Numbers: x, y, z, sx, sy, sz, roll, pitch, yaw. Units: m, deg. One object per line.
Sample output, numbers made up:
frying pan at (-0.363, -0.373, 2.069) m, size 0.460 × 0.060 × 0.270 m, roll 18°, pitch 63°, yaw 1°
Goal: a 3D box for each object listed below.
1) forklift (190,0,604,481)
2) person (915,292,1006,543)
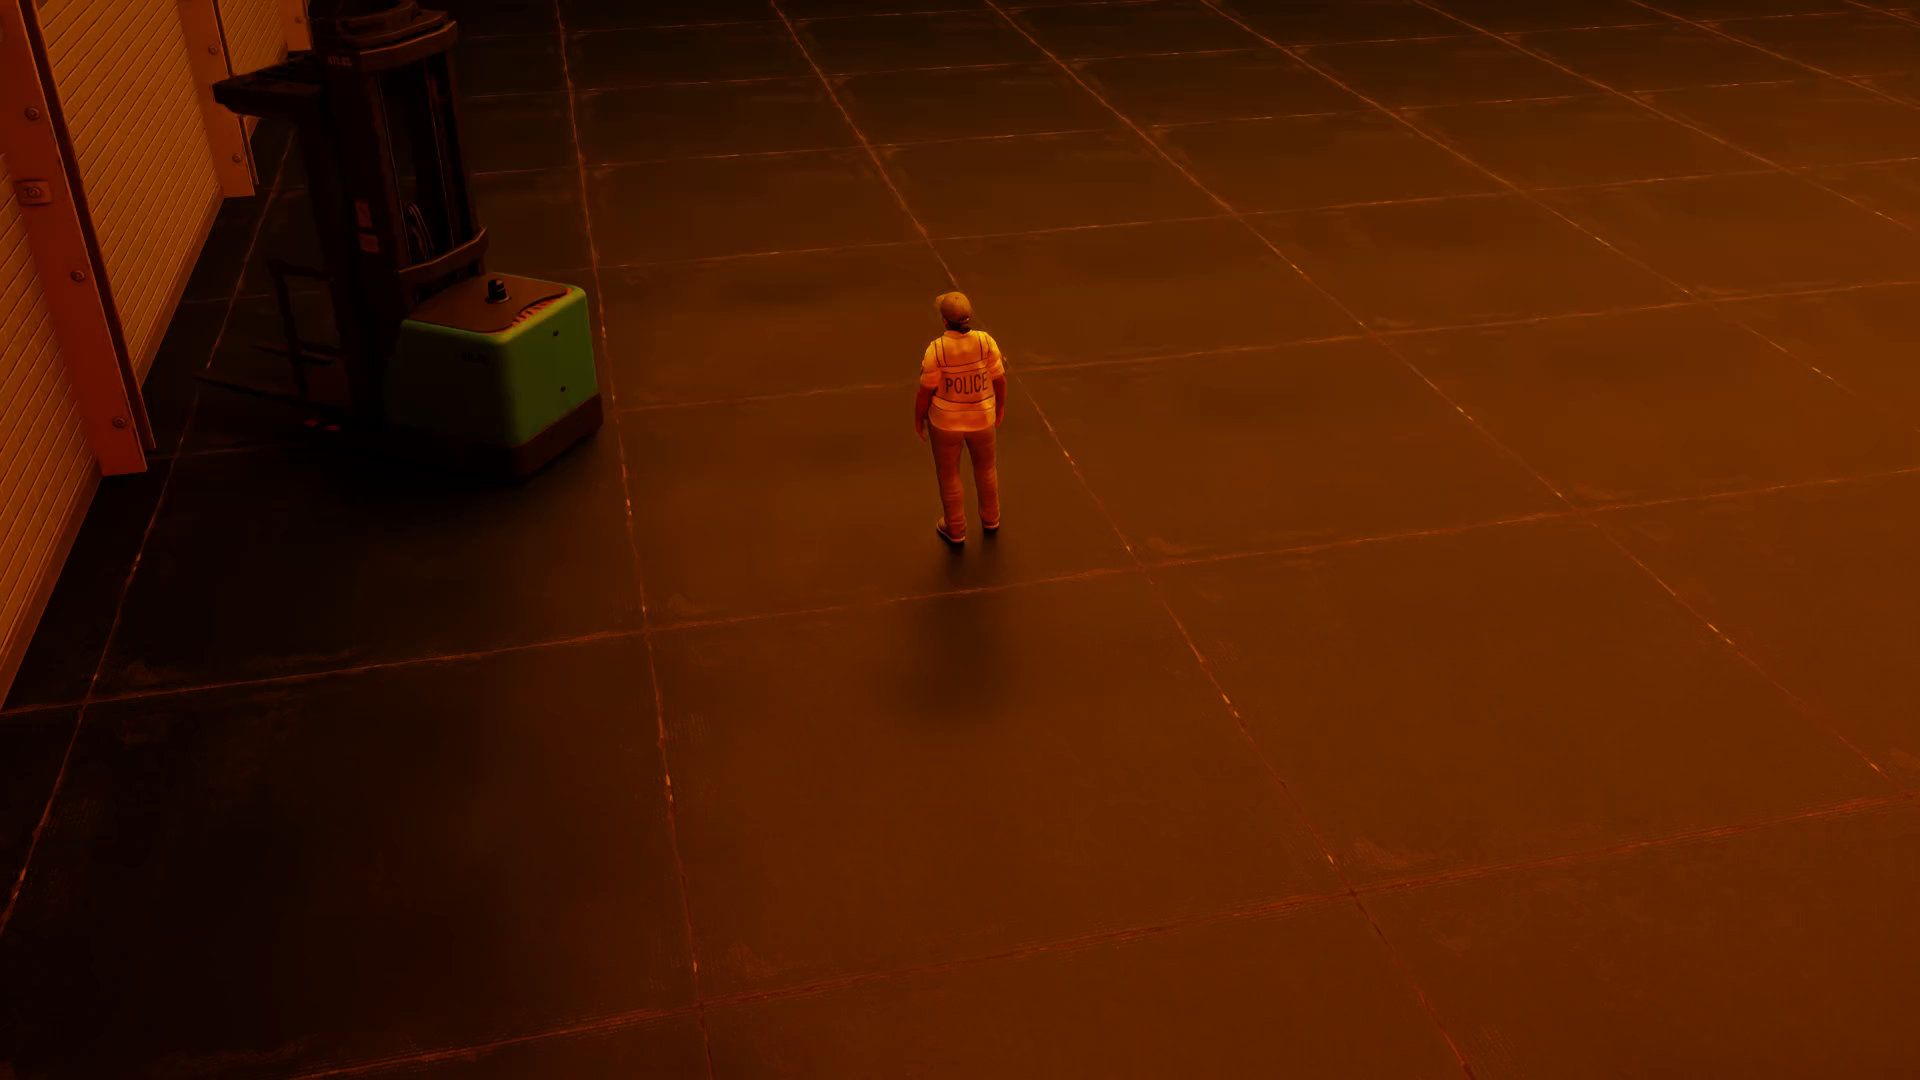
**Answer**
forklift at (-4.098, -2.134, 11.261) m, size 3.031 × 2.935 × 1.130 m, roll 12°, pitch 32°, yaw 20°
person at (0.004, -0.769, 10.149) m, size 0.598 × 1.670 × 0.525 m, roll -7°, pitch 31°, yaw -12°
